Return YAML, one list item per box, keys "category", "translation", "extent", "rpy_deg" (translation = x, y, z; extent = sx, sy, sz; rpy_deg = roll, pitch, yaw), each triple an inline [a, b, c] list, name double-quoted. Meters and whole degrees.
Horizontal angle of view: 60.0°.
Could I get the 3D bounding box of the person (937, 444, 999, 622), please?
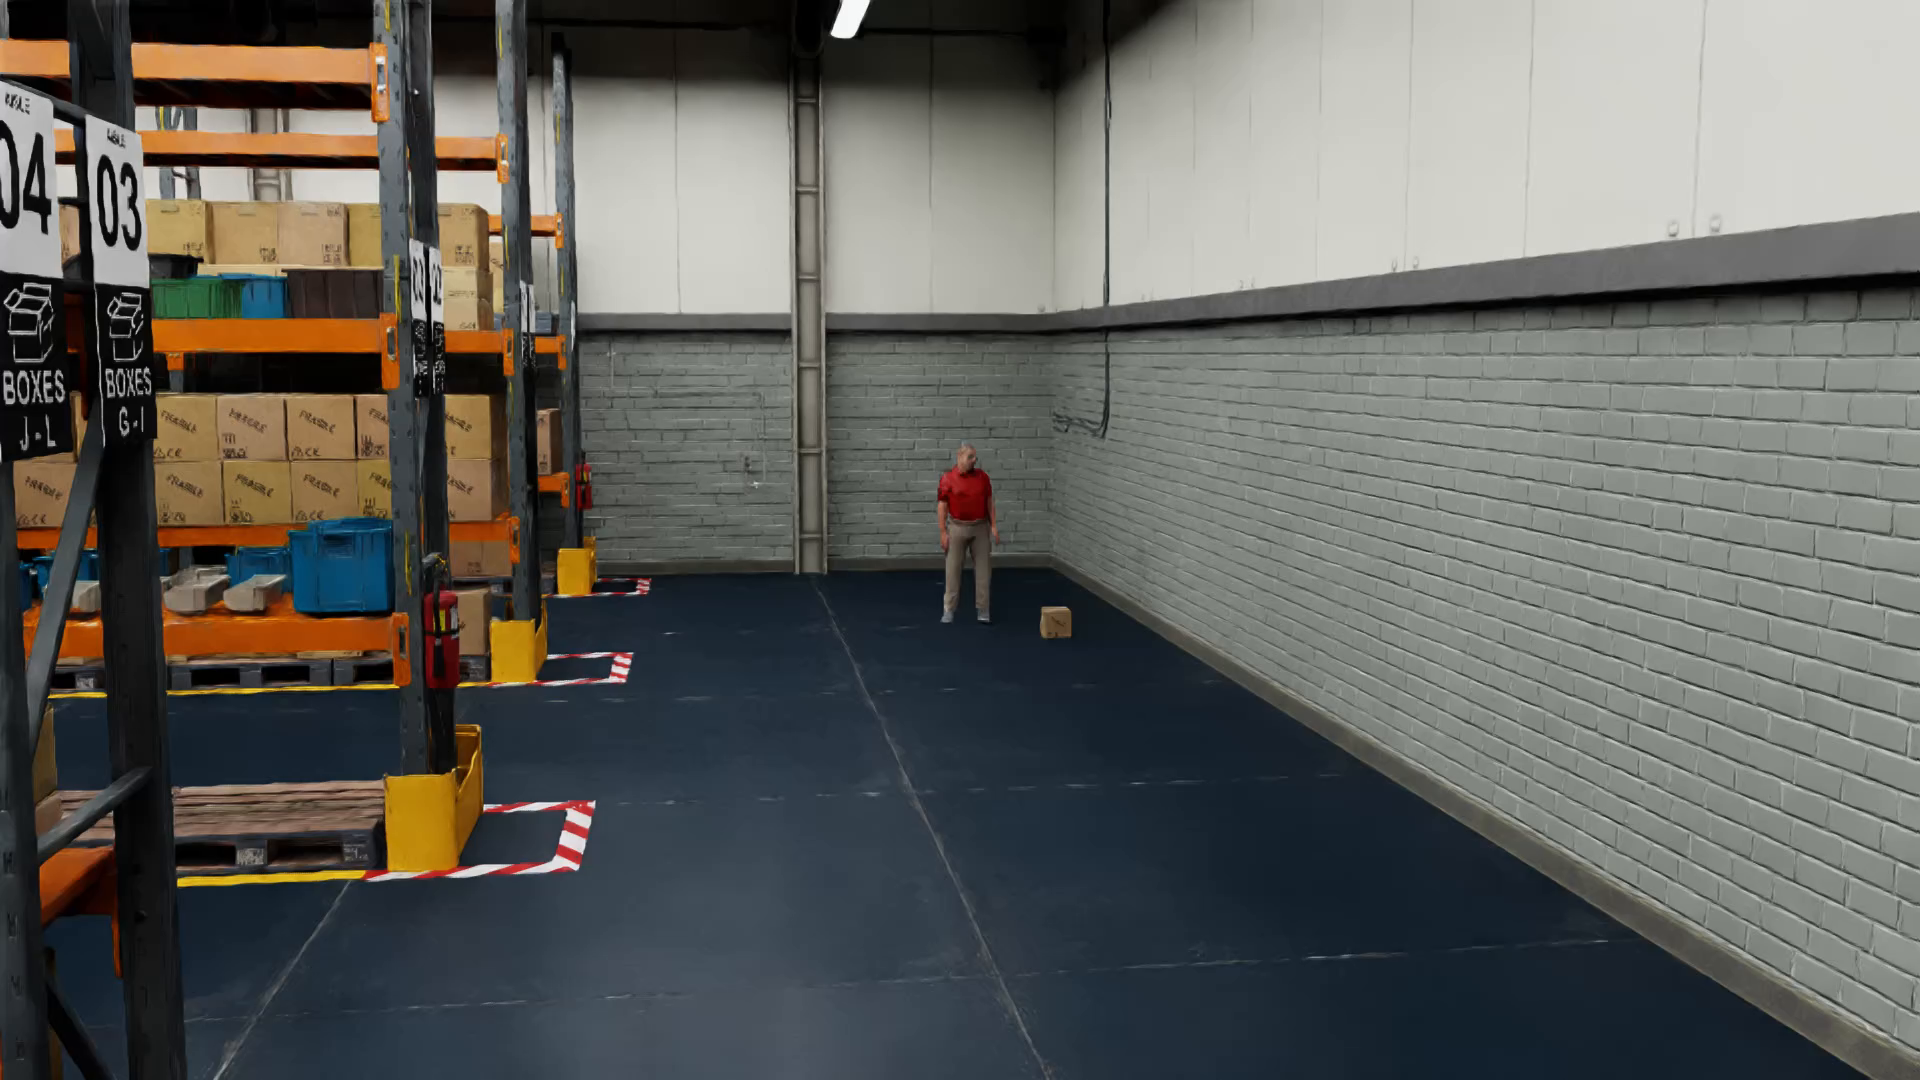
- category: "person"
  translation: [0.081, -0.069, 16.188]
  extent: [0.583, 1.731, 0.418]
  rpy_deg: [-2, 7, -18]
